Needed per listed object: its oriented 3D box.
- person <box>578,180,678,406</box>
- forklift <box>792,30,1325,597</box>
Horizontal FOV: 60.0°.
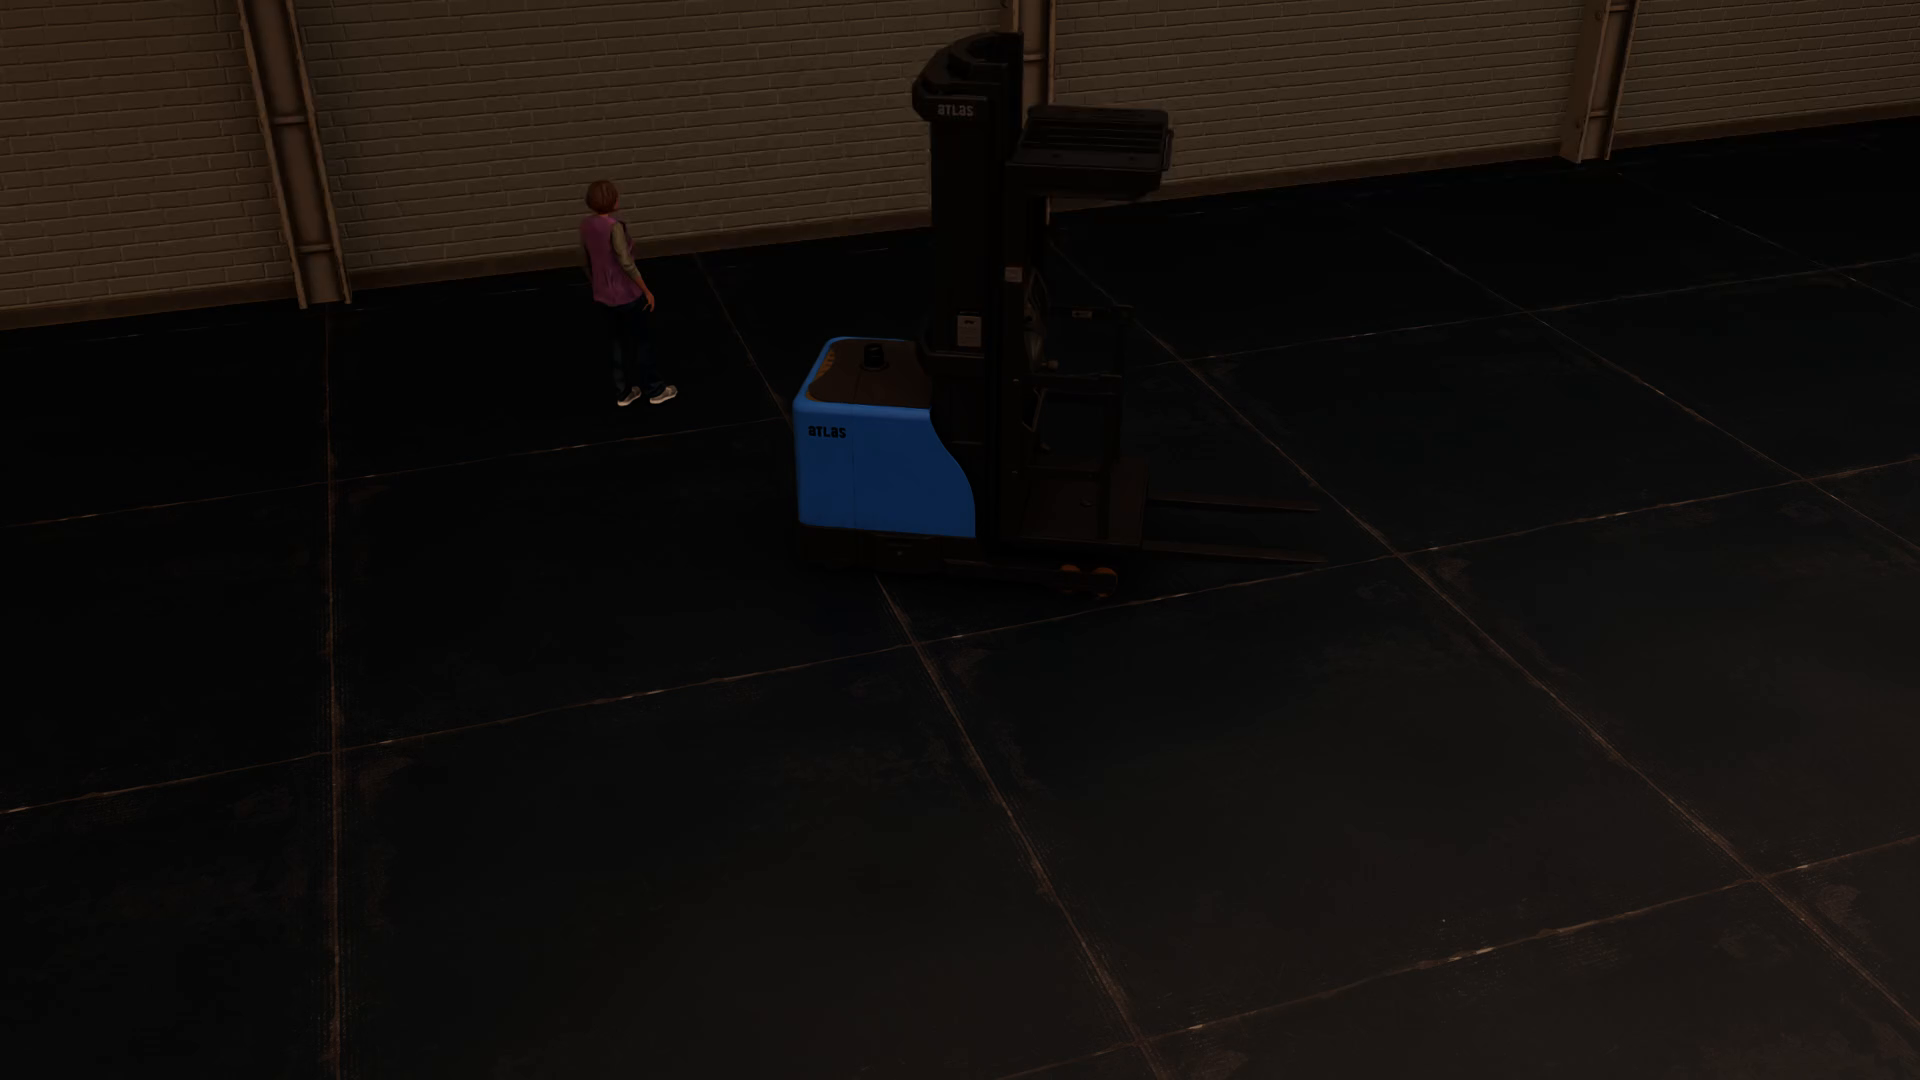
[{"bbox_3d":[-2.279,-1.689,11.360,0.560,1.602,0.457,16,34,26],"label":"person"},{"bbox_3d":[0.609,-1.231,9.226,3.031,2.935,1.130,4,30,7],"label":"forklift"}]
